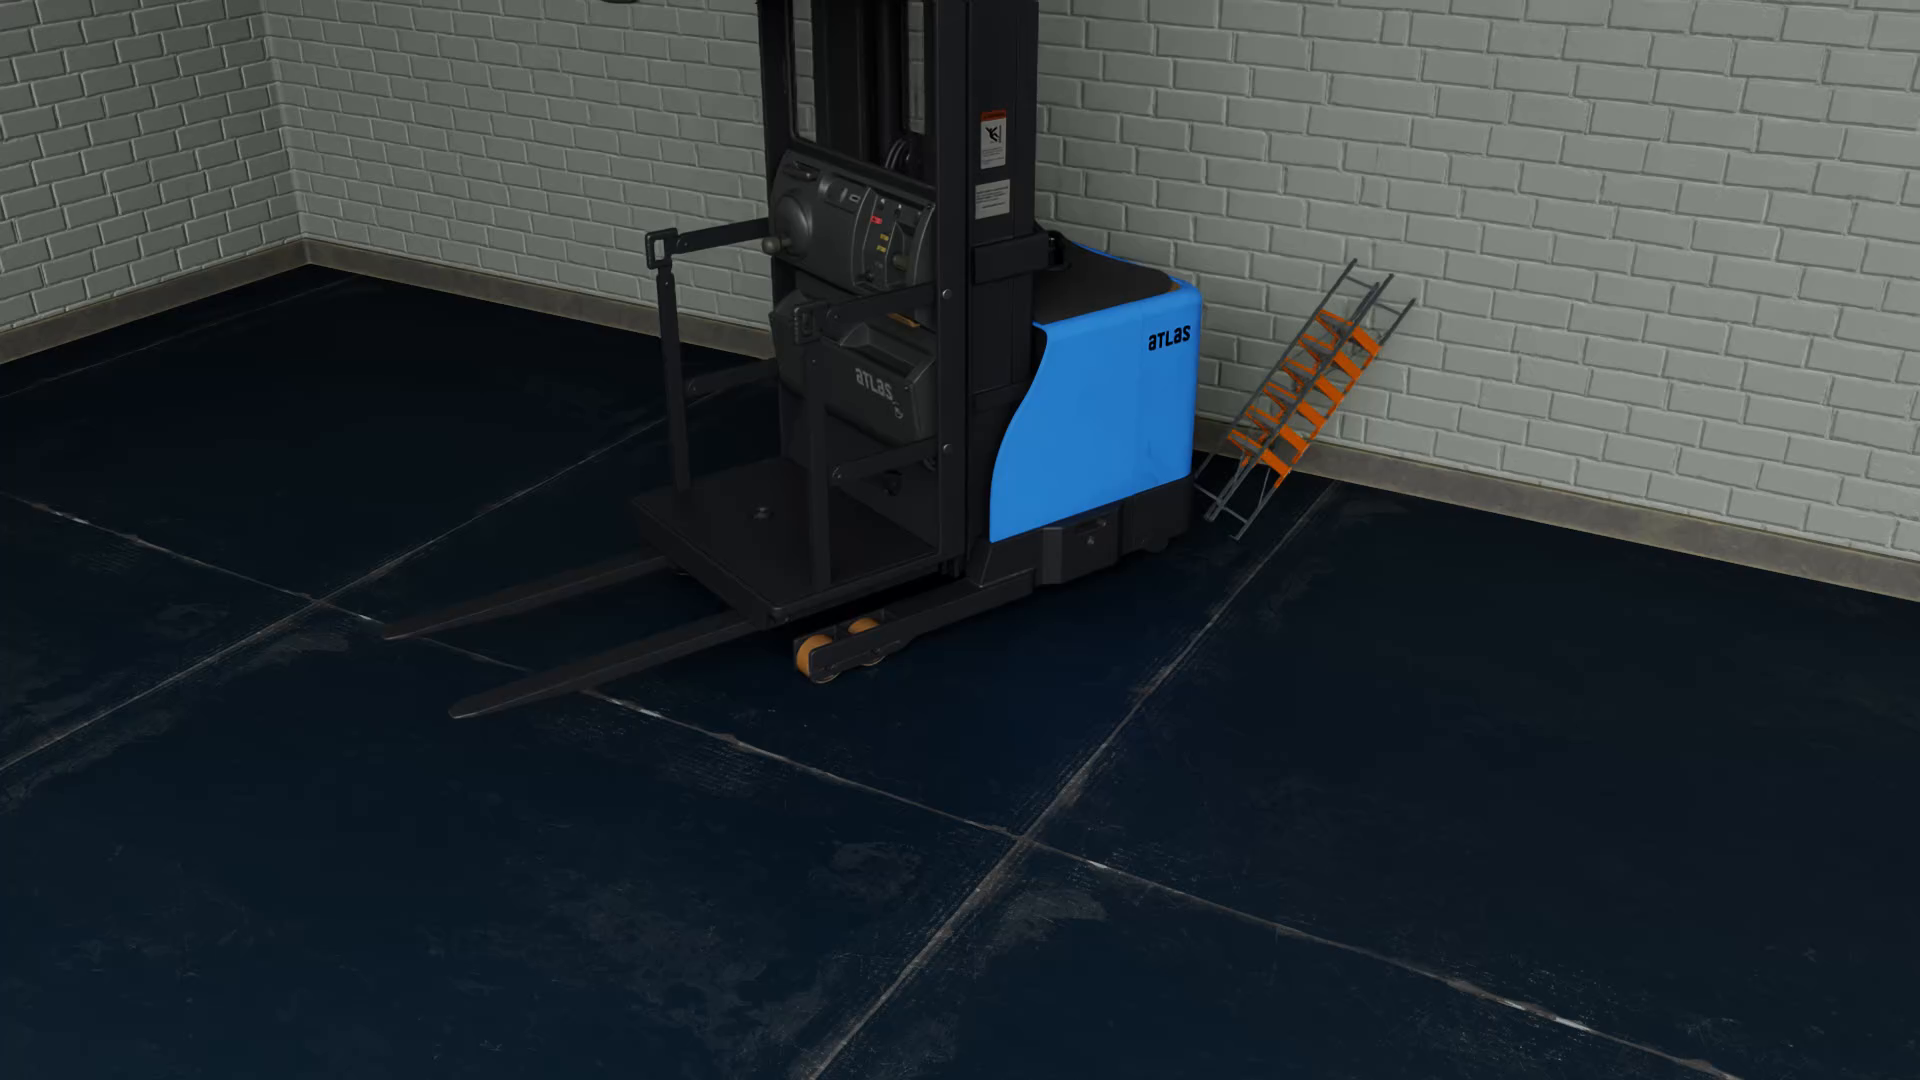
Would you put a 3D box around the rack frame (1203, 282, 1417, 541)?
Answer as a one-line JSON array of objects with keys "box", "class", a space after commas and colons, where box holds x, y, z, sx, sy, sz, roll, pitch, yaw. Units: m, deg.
[{"box": [1.421, -0.529, 6.791, 0.006, 1.200, 0.240, 33, 5, -38], "class": "rack frame"}]

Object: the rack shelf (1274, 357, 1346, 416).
[{"box": [1.405, -0.629, 6.729, 0.180, 0.103, 0.258, 33, 5, -38], "class": "rack shelf"}]

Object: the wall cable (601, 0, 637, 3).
[{"box": [-2.713, -3.989, 8.135, 3.097, 2.526, 0.112, 14, 30, 26], "class": "wall cable"}]

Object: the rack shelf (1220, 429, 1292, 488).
[{"box": [1.194, -0.339, 6.753, 0.180, 0.103, 0.258, 33, 5, -38], "class": "rack shelf"}]

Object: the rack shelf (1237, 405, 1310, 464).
[{"box": [1.264, -0.436, 6.745, 0.180, 0.103, 0.258, 33, 5, -38], "class": "rack shelf"}]

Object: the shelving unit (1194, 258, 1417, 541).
[{"box": [1.361, -0.568, 6.734, 0.189, 1.200, 0.258, 33, 5, -38], "class": "shelving unit"}]

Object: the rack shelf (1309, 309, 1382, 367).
[{"box": [1.546, -0.823, 6.714, 0.180, 0.103, 0.258, 33, 5, -38], "class": "rack shelf"}]

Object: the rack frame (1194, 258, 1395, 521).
[{"box": [1.301, -0.608, 6.677, 0.006, 1.200, 0.240, 33, 5, -38], "class": "rack frame"}]

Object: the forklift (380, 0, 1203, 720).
[{"box": [-0.553, -1.083, 5.640, 3.031, 2.935, 1.130, -18, 32, -32], "class": "forklift"}]

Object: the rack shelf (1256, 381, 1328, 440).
[{"box": [1.335, -0.533, 6.737, 0.180, 0.103, 0.258, 33, 5, -38], "class": "rack shelf"}]

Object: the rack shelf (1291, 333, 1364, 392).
[{"box": [1.476, -0.726, 6.722, 0.180, 0.103, 0.258, 33, 5, -38], "class": "rack shelf"}]
